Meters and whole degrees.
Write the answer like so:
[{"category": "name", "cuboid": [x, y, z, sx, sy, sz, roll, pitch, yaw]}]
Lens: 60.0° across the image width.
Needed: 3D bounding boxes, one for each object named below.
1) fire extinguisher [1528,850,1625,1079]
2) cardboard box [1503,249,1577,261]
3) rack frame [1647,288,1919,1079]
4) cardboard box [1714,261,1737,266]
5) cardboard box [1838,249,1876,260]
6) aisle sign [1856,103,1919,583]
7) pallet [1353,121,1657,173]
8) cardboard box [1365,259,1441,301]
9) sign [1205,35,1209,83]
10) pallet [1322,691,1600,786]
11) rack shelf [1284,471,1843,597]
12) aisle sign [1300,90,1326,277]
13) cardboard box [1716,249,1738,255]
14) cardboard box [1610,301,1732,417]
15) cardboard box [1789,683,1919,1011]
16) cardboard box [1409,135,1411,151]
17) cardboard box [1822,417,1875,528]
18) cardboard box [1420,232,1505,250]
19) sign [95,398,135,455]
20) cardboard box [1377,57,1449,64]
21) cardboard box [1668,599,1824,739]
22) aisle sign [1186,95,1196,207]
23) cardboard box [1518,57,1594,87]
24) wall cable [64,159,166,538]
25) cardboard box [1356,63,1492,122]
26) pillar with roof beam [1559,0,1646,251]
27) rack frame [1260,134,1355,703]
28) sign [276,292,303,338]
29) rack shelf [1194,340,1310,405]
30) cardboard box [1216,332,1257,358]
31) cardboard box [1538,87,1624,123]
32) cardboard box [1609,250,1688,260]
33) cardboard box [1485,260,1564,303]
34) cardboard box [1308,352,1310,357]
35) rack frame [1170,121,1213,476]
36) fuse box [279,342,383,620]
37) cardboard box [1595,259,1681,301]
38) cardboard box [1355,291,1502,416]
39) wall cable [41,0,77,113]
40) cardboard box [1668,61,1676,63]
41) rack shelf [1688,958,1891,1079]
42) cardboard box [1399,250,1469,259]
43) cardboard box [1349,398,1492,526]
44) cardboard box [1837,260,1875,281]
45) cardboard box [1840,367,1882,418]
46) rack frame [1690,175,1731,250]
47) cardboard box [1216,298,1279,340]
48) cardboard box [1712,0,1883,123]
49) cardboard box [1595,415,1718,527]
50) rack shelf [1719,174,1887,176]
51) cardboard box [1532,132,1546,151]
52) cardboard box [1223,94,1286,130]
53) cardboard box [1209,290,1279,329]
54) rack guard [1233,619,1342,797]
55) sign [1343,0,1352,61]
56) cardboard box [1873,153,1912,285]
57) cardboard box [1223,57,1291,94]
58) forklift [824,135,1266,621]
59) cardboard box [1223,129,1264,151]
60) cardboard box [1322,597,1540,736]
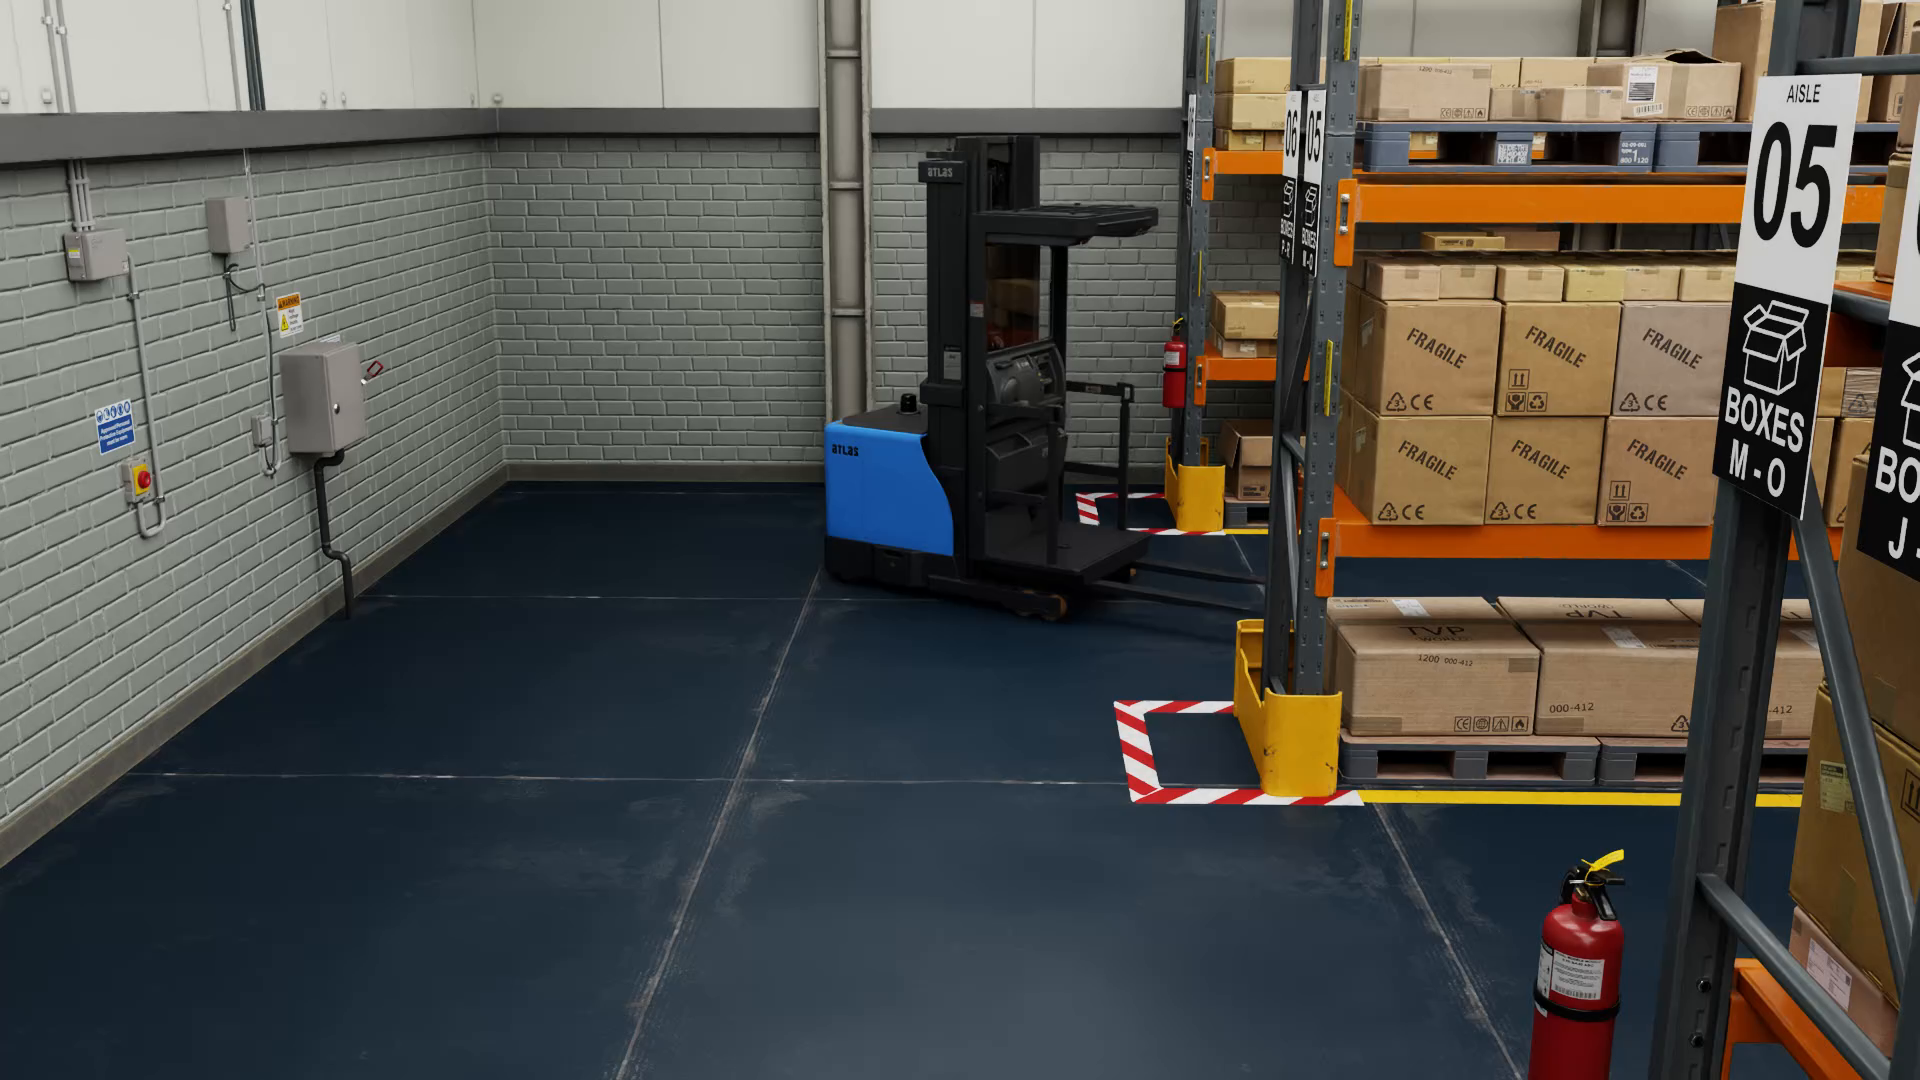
[{"category": "fire extinguisher", "cuboid": [1.371, 0.965, 3.685, 0.183, 0.674, 0.296, 0, 15, 1]}, {"category": "cardboard box", "cuboid": [2.766, -1.303, 7.970, 0.250, 0.149, 0.380, 1, 15, 3]}, {"category": "rack frame", "cuboid": [1.611, 0.867, 3.176, 0.127, 3.000, 1.000, 0, 15, 1]}, {"category": "cardboard box", "cuboid": [3.534, -1.148, 7.384, 0.250, 0.149, 0.380, 0, 15, 0]}, {"category": "cardboard box", "cuboid": [4.302, -1.299, 7.956, 0.250, 0.149, 0.380, 0, 15, 0]}, {"category": "aisle sign", "cuboid": [1.531, -0.314, 2.556, 0.004, 0.787, 0.394, 0, 15, 1]}, {"category": "pallet", "cuboid": [2.379, -1.802, 7.583, 1.213, 0.211, 1.003, 0, 15, 1]}, {"category": "cardboard box", "cuboid": [1.985, -1.169, 7.463, 0.250, 0.149, 0.380, 1, 15, 3]}, {"category": "sign", "cuboid": [1.746, -3.397, 11.742, 0.005, 0.325, 0.100, 0, 15, 1]}, {"category": "pallet", "cuboid": [2.438, 0.937, 8.374, 1.213, 0.211, 1.003, 0, 15, 1]}, {"category": "rack shelf", "cuboid": [3.636, -0.036, 8.005, 4.000, 0.370, 1.077, 0, 15, 1]}, {"category": "aisle sign", "cuboid": [1.557, -1.580, 7.353, 0.004, 0.787, 0.394, 0, 15, 1]}, {"category": "cardboard box", "cuboid": [3.804, -1.299, 7.955, 0.250, 0.149, 0.380, 0, 15, 2]}, {"category": "cardboard box", "cuboid": [3.141, -0.850, 7.524, 0.500, 0.500, 0.500, 0, 15, 1]}, {"category": "cardboard box", "cuboid": [2.067, 0.612, 3.363, 0.500, 0.500, 0.500, 1, 15, 3]}, {"category": "cardboard box", "cuboid": [3.100, -2.901, 12.069, 0.250, 0.149, 0.380, 0, 15, 1]}, {"category": "cardboard box", "cuboid": [4.148, -0.358, 7.621, 0.500, 0.500, 0.500, 0, 15, 1]}, {"category": "cardboard box", "cuboid": [3.706, -2.015, 12.338, 0.500, 0.500, 0.500, 1, 15, 3]}, {"category": "sign", "cuboid": [-4.063, -0.546, 8.000, 0.001, 0.218, 0.327, 0, 15, 1]}, {"category": "cardboard box", "cuboid": [3.207, -3.351, 12.012, 0.500, 0.250, 0.500, 0, 15, 1]}, {"category": "cardboard box", "cuboid": [4.116, 0.628, 8.278, 0.875, 0.438, 0.875, 0, 15, 0]}, {"category": "aisle sign", "cuboid": [1.684, -2.845, 12.147, 0.004, 0.787, 0.394, 0, 15, 1]}, {"category": "cardboard box", "cuboid": [4.234, -3.348, 12.001, 0.500, 0.250, 0.500, 1, 15, 2]}, {"category": "wall cable", "cuboid": [-4.001, -0.934, 7.946, 0.123, 1.953, 0.585, 0, 15, 1]}, {"category": "cardboard box", "cuboid": [2.089, -2.046, 7.609, 0.500, 0.250, 0.500, -1, 15, -4]}, {"category": "pillar with roof beam", "cuboid": [4.976, -3.674, 8.624, 0.400, 9.000, 9.100, 0, 15, 1]}, {"category": "rack frame", "cuboid": [1.637, -0.397, 7.963, 0.127, 3.000, 1.000, 0, 15, 1]}, {"category": "sign", "cuboid": [-4.010, -1.349, 9.953, 0.001, 0.242, 0.339, 0, 15, 1]}, {"category": "rack shelf", "cuboid": [3.759, -1.301, 12.803, 4.000, 0.370, 1.077, 0, 15, 1]}, {"category": "cardboard box", "cuboid": [2.081, -1.469, 12.520, 0.250, 0.149, 0.380, 0, 15, 1]}, {"category": "cardboard box", "cuboid": [2.719, -1.911, 7.297, 0.250, 0.149, 0.380, 1, 15, 3]}, {"category": "cardboard box", "cuboid": [3.278, -1.296, 7.946, 0.250, 0.149, 0.380, 1, 15, 3]}, {"category": "cardboard box", "cuboid": [2.505, -1.155, 7.408, 0.250, 0.149, 0.380, 1, 15, 3]}, {"category": "cardboard box", "cuboid": [2.600, -1.486, 12.585, 0.250, 0.149, 0.380, 0, 15, 1]}, {"category": "rack frame", "cuboid": [1.760, -1.662, 12.761, 0.127, 3.000, 1.000, 0, 15, 1]}, {"category": "fuse box", "cuboid": [-3.801, -0.339, 10.271, 0.414, 1.711, 0.539, 0, 15, 1]}, {"category": "cardboard box", "cuboid": [3.033, -1.169, 7.464, 0.250, 0.149, 0.380, 1, 15, 2]}, {"category": "cardboard box", "cuboid": [2.109, -0.853, 7.535, 0.500, 0.500, 0.500, 0, 15, 0]}, {"category": "wall cable", "cuboid": [-4.057, -3.262, 7.066, 0.029, 3.000, 0.463, 0, 15, 1]}, {"category": "cardboard box", "cuboid": [5.248, -3.342, 11.977, 0.500, 0.250, 0.500, 0, 15, 2]}, {"category": "rack shelf", "cuboid": [3.611, 1.227, 3.218, 4.000, 0.370, 1.077, 0, 15, 1]}, {"category": "cardboard box", "cuboid": [2.255, -1.295, 7.941, 0.250, 0.149, 0.380, 1, 15, 2]}, {"category": "cardboard box", "cuboid": [2.109, -0.369, 7.661, 0.500, 0.500, 0.500, 0, 15, 1]}, {"category": "cardboard box", "cuboid": [4.043, -1.161, 7.434, 0.250, 0.149, 0.380, 0, 15, 0]}, {"category": "cardboard box", "cuboid": [4.141, -0.841, 7.492, 0.500, 0.500, 0.500, 1, 15, 2]}, {"category": "rack frame", "cuboid": [5.759, -1.636, 12.662, 0.127, 3.000, 1.000, 0, 15, 1]}, {"category": "cardboard box", "cuboid": [2.207, -1.662, 12.470, 0.500, 0.250, 0.500, 0, 15, 2]}, {"category": "cardboard box", "cuboid": [3.648, -2.095, 7.306, 0.500, 0.500, 0.500, 1, 15, 2]}, {"category": "cardboard box", "cuboid": [3.124, -0.364, 7.645, 0.500, 0.500, 0.500, 0, 15, 1]}, {"category": "rack shelf", "cuboid": [7.758, -2.726, 12.322, 4.000, 0.370, 1.077, 0, 15, 1]}, {"category": "cardboard box", "cuboid": [4.115, -2.911, 12.104, 0.250, 0.149, 0.380, 1, 15, 2]}, {"category": "cardboard box", "cuboid": [2.196, -3.111, 12.084, 0.500, 0.250, 0.500, 0, 15, 1]}, {"category": "cardboard box", "cuboid": [2.226, -1.798, 12.987, 0.500, 0.250, 0.500, 1, 15, 3]}, {"category": "rack guard", "cuboid": [1.613, 0.812, 8.282, 0.348, 0.500, 1.175, 0, 15, 1]}, {"category": "sign", "cuboid": [1.617, -2.166, 6.922, 0.005, 0.325, 0.100, 0, 15, 1]}, {"category": "cardboard box", "cuboid": [2.073, -0.576, 3.057, 0.500, 0.250, 0.500, 0, 15, 0]}, {"category": "cardboard box", "cuboid": [2.197, -3.359, 12.042, 0.500, 0.250, 0.500, 0, 15, 1]}, {"category": "forklift", "cuboid": [0.604, -1.063, 10.623, 3.031, 2.935, 1.130, 9, 17, 30]}, {"category": "cardboard box", "cuboid": [2.073, -2.930, 12.178, 0.250, 0.149, 0.380, 1, 15, 3]}, {"category": "cardboard box", "cuboid": [2.299, 0.618, 8.316, 0.875, 0.438, 0.875, 0, 15, 0]}]
